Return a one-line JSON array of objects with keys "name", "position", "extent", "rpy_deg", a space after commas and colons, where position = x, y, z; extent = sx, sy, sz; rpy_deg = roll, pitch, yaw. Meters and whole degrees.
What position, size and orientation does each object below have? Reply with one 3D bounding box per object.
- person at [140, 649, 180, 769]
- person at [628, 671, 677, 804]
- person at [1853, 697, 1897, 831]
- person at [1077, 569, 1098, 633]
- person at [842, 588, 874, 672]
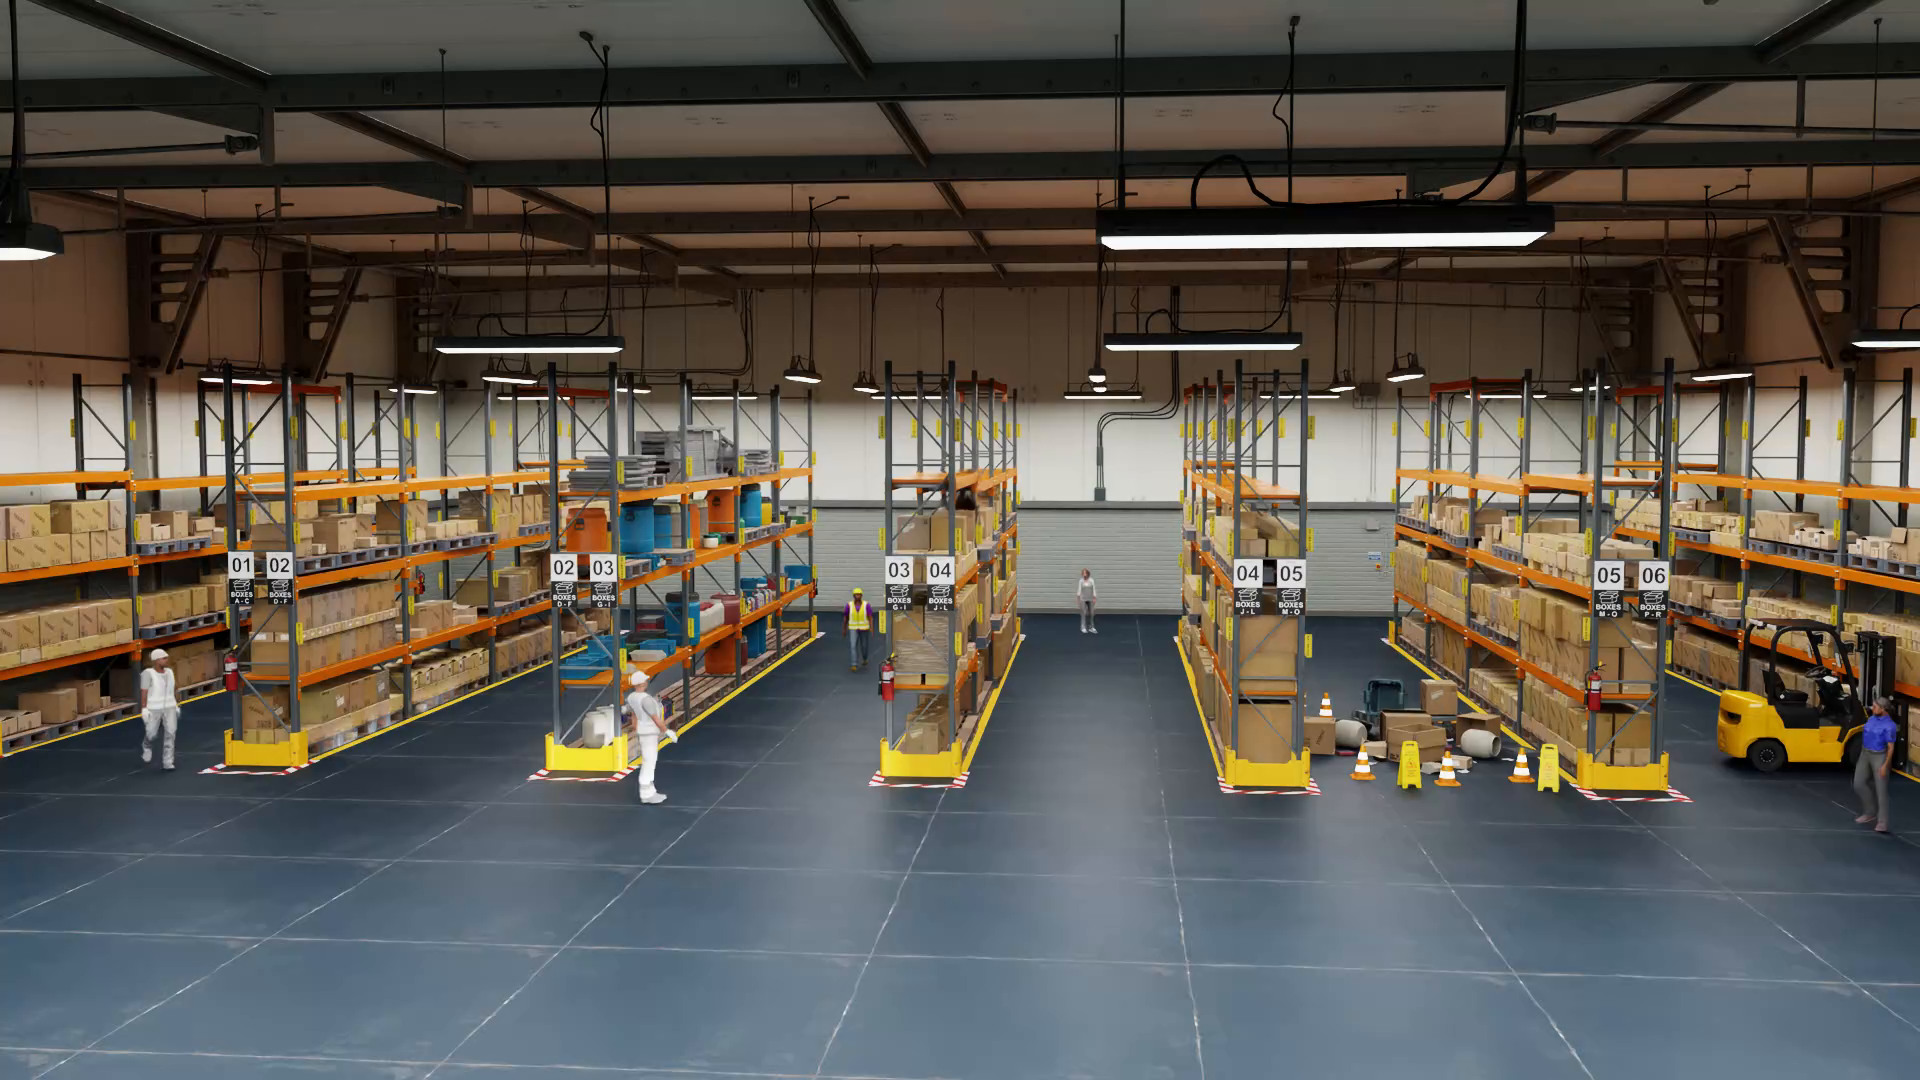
[{"name": "person", "position": [-11.844, 2.489, 24.622], "extent": [0.578, 1.769, 0.636], "rpy_deg": [-3, 5, -40]}, {"name": "person", "position": [-4.140, 2.639, 22.388], "extent": [0.646, 1.783, 0.597], "rpy_deg": [-1, 4, -13]}, {"name": "person", "position": [11.545, 2.814, 20.963], "extent": [0.393, 1.679, 0.551], "rpy_deg": [-1, 4, -20]}, {"name": "person", "position": [3.146, 1.514, 41.083], "extent": [0.523, 1.604, 0.350], "rpy_deg": [-1, 4, -18]}, {"name": "person", "position": [-2.128, 1.865, 34.741], "extent": [0.687, 1.725, 1.080], "rpy_deg": [0, 4, 1]}]
